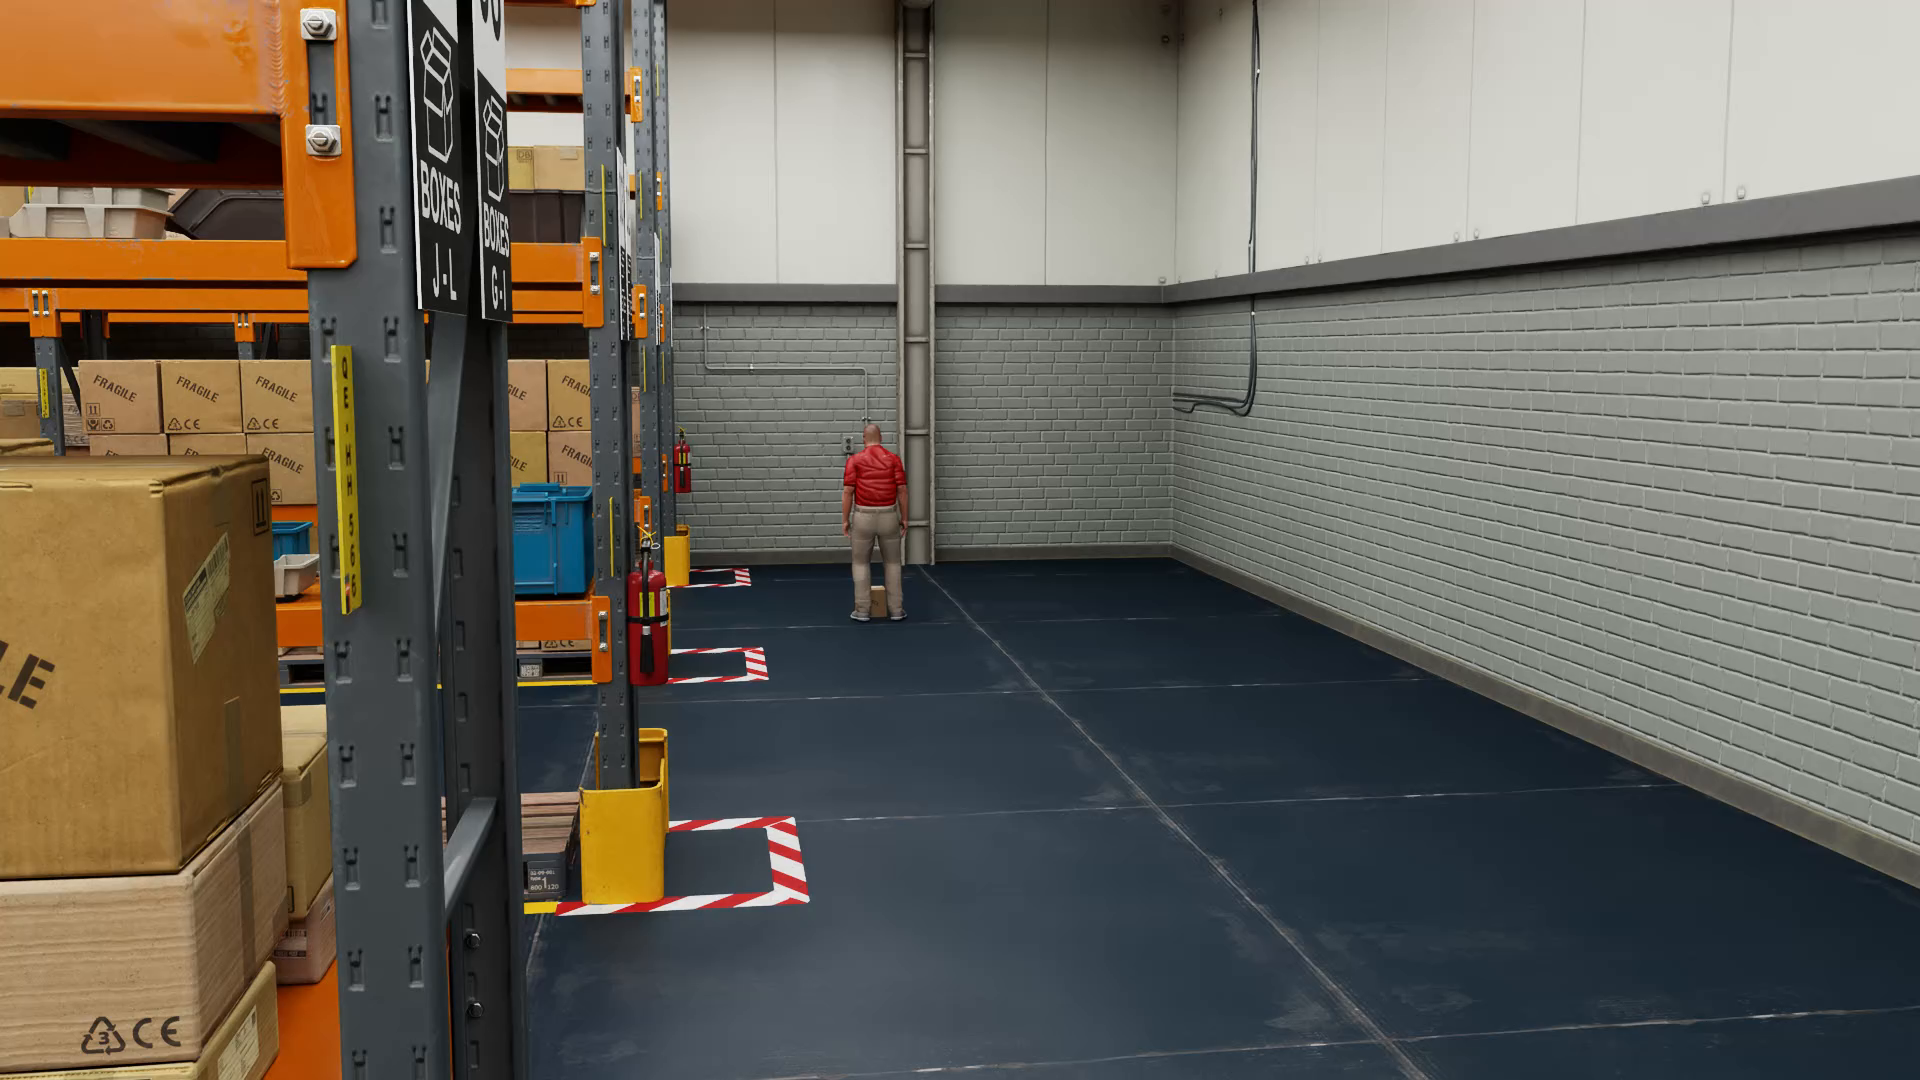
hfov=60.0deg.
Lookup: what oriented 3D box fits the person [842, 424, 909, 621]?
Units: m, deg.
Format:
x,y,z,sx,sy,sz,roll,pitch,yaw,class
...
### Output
x,y,z,sx,sy,sz,roll,pitch,yaw,class
-0.744,-0.153,14.628,0.587,1.727,0.394,-1,7,-8,person
